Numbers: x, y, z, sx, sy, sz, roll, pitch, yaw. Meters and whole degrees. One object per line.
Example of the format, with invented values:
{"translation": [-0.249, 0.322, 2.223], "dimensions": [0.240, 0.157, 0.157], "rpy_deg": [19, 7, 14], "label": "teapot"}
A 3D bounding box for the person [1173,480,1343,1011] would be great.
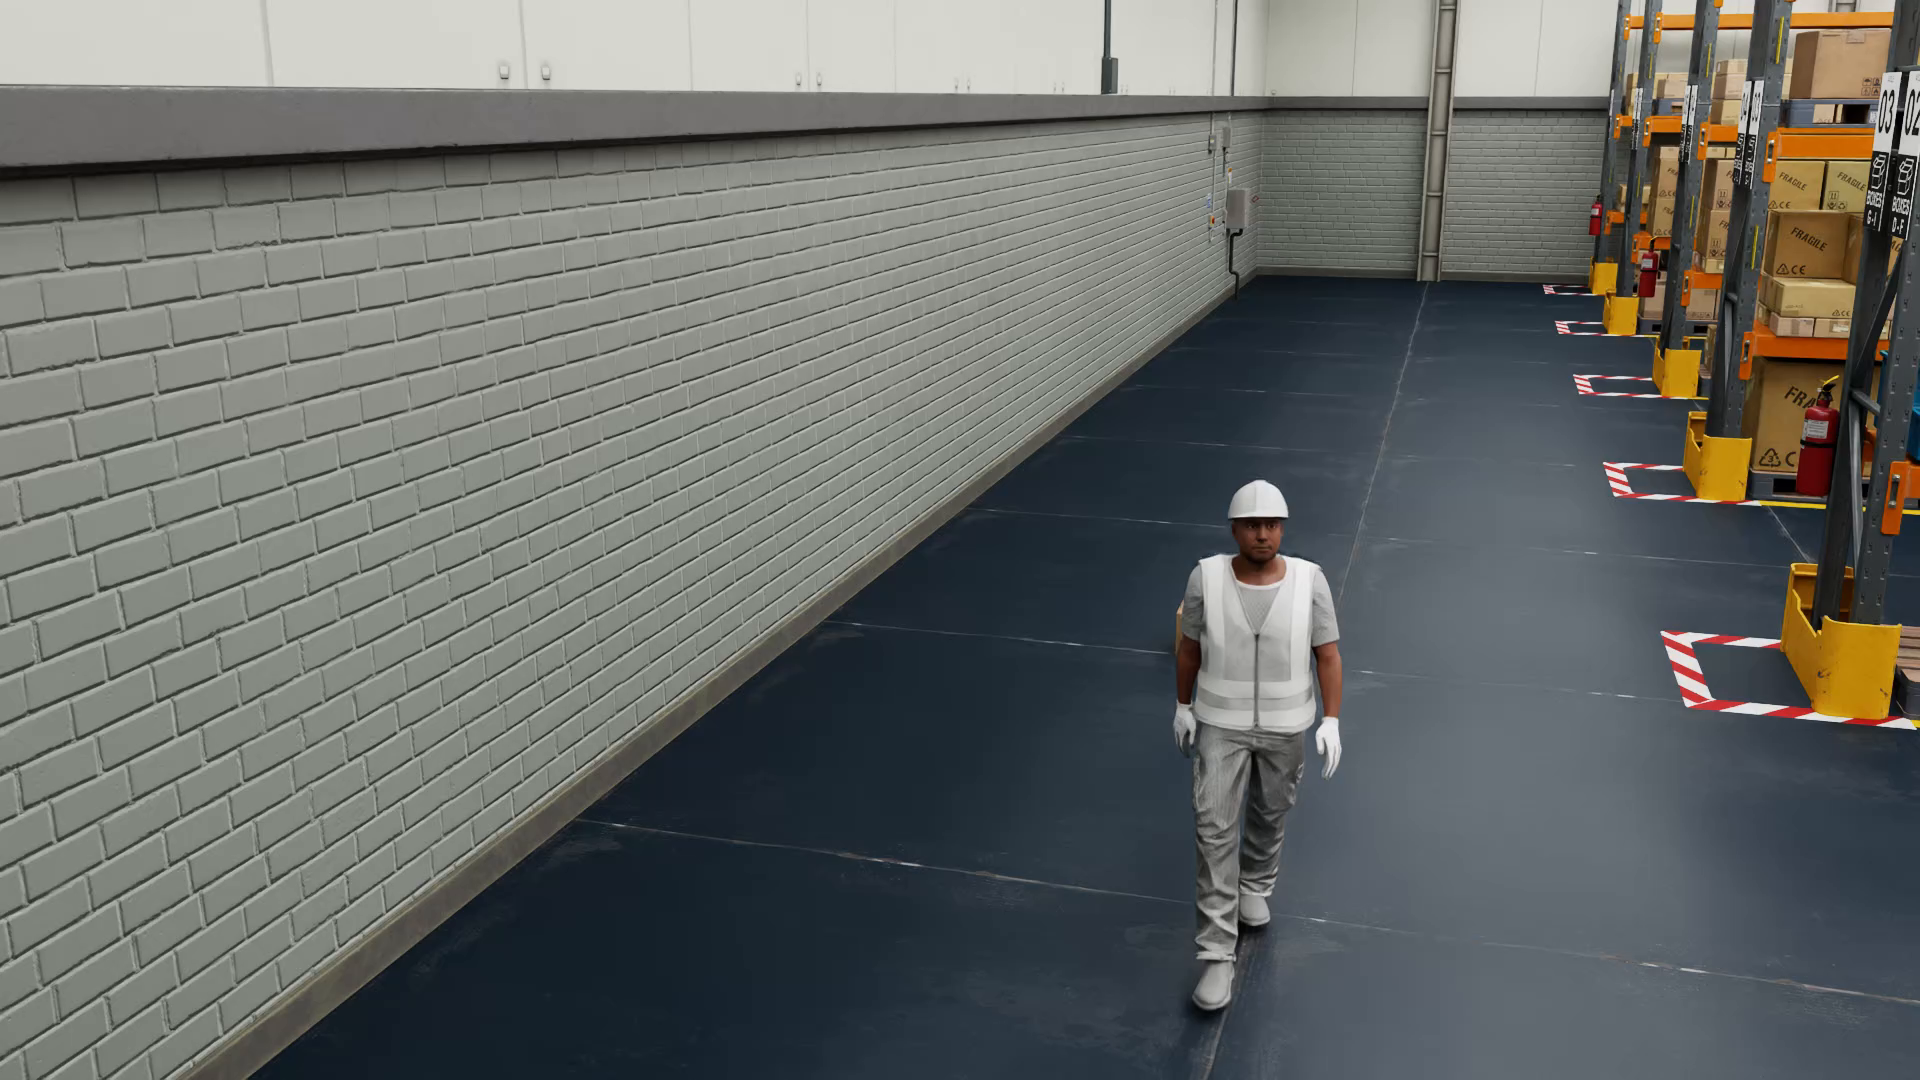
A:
{"translation": [1.051, 0.675, 5.866], "dimensions": [0.580, 1.737, 0.951], "rpy_deg": [2, 15, 6], "label": "person"}
